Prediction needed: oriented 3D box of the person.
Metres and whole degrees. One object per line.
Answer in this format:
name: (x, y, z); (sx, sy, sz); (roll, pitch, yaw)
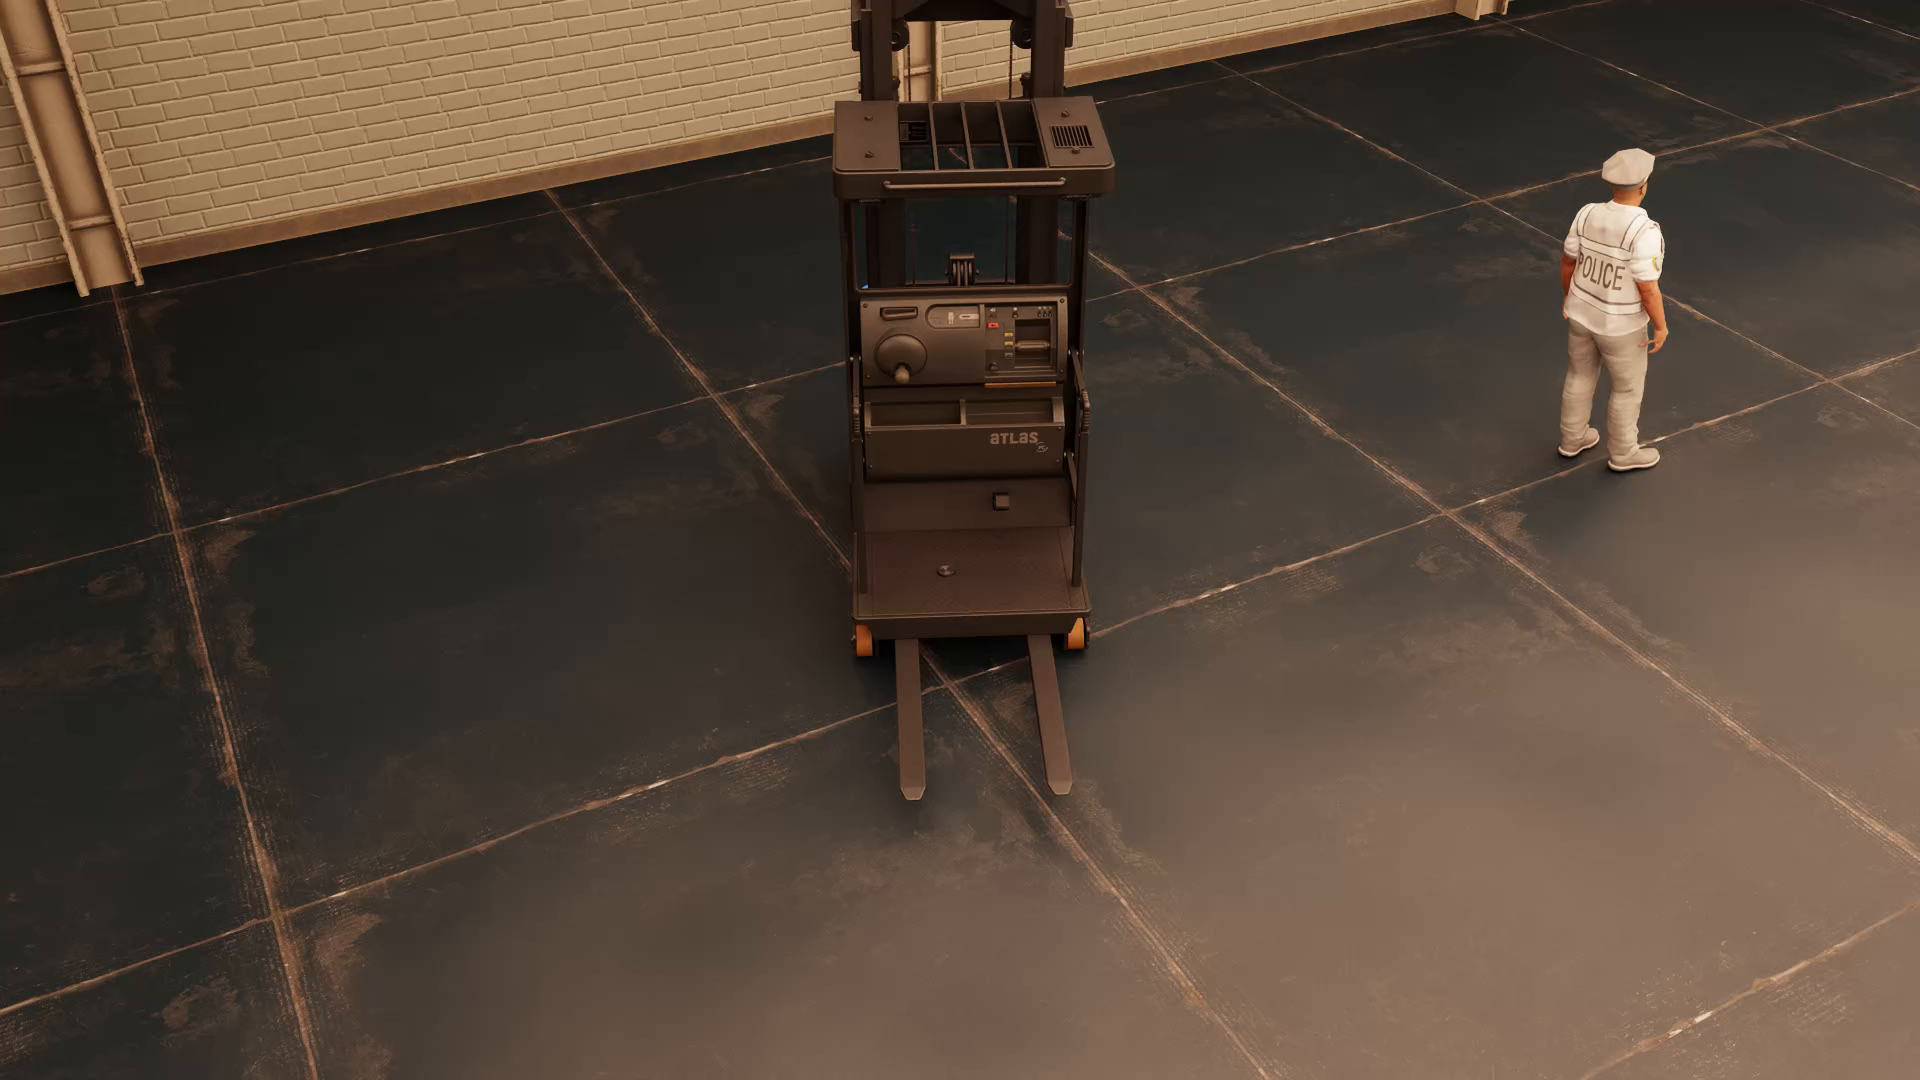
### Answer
person: (3.507, -1.223, 8.836); (0.575, 1.780, 0.640); (-21, 40, -27)

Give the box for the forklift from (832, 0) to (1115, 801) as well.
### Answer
forklift: (0.033, -0.837, 7.307); (1.130, 2.935, 3.031); (-2, 35, -2)
